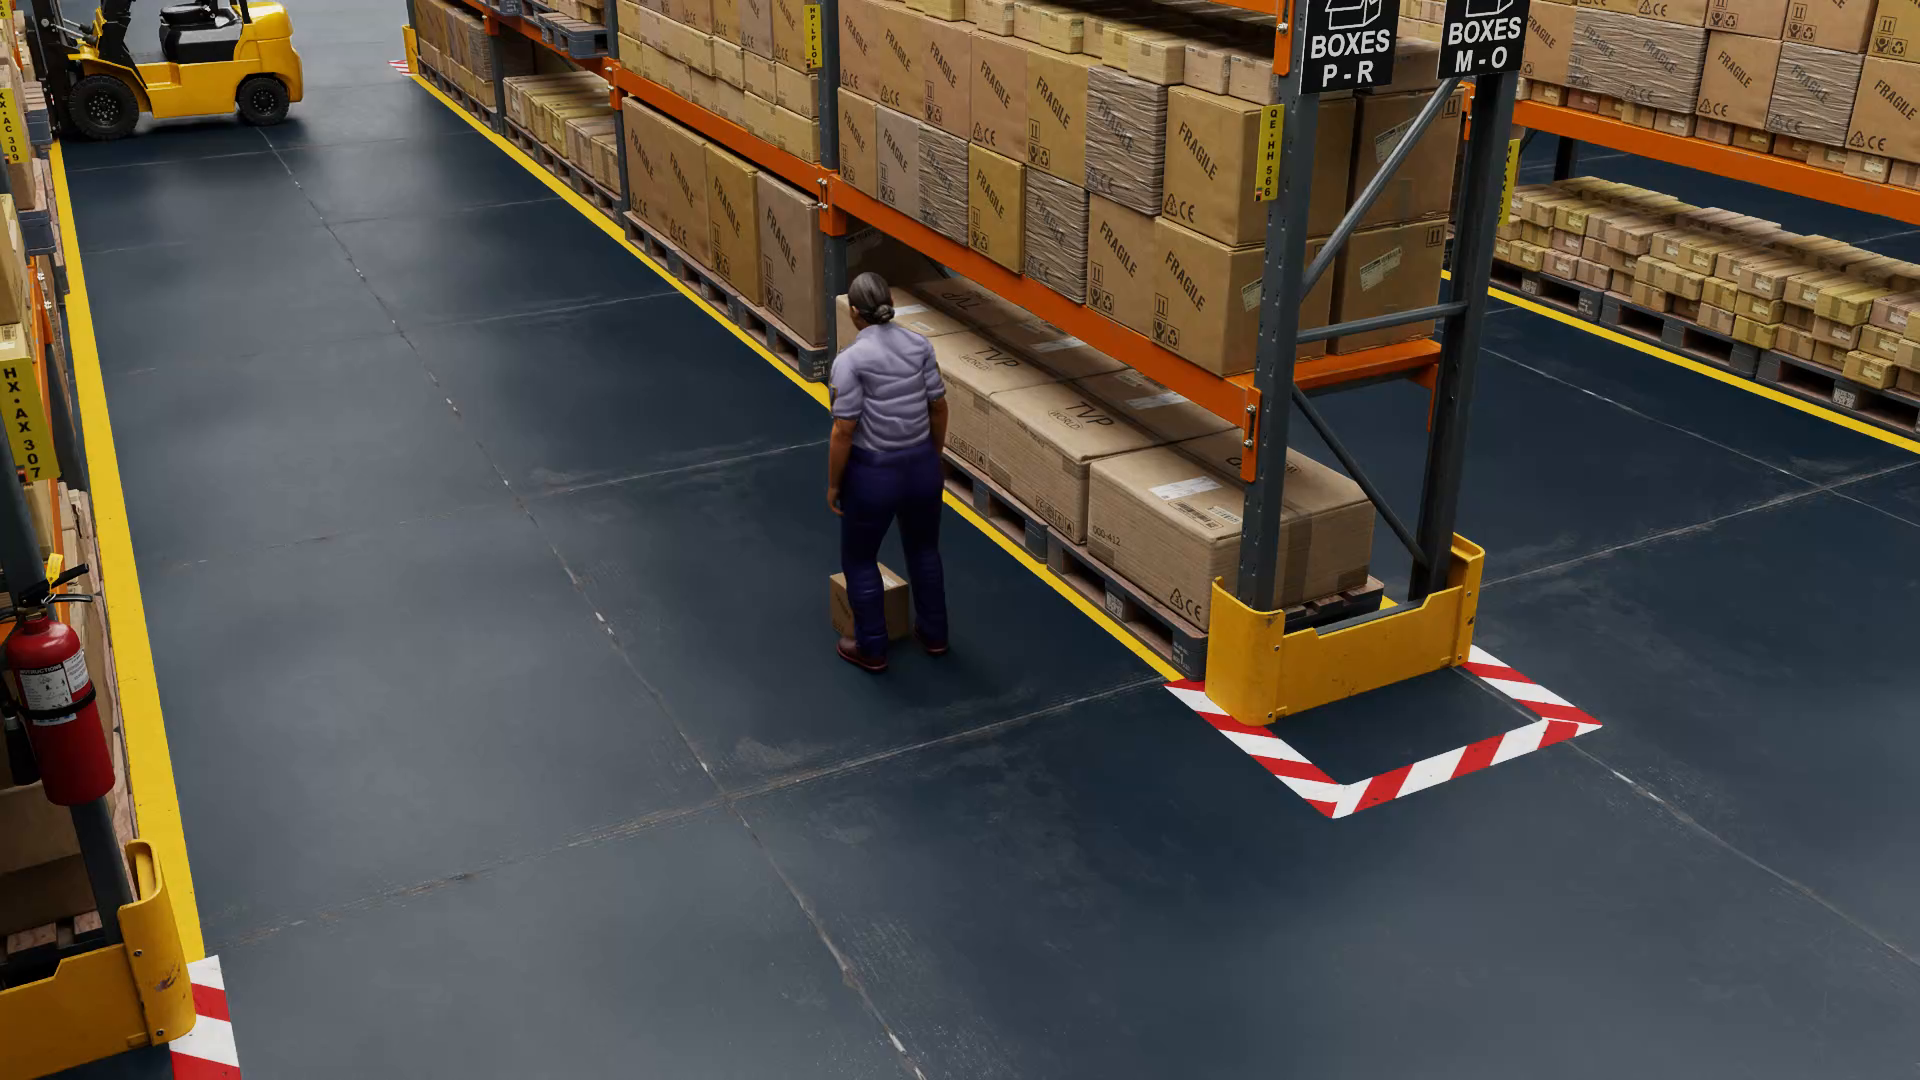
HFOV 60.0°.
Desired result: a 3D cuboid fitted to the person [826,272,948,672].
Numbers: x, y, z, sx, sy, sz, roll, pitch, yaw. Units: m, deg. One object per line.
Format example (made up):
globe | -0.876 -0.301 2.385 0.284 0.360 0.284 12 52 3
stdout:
person | -0.279 -0.259 6.660 0.561 1.651 0.376 -15 29 -28
